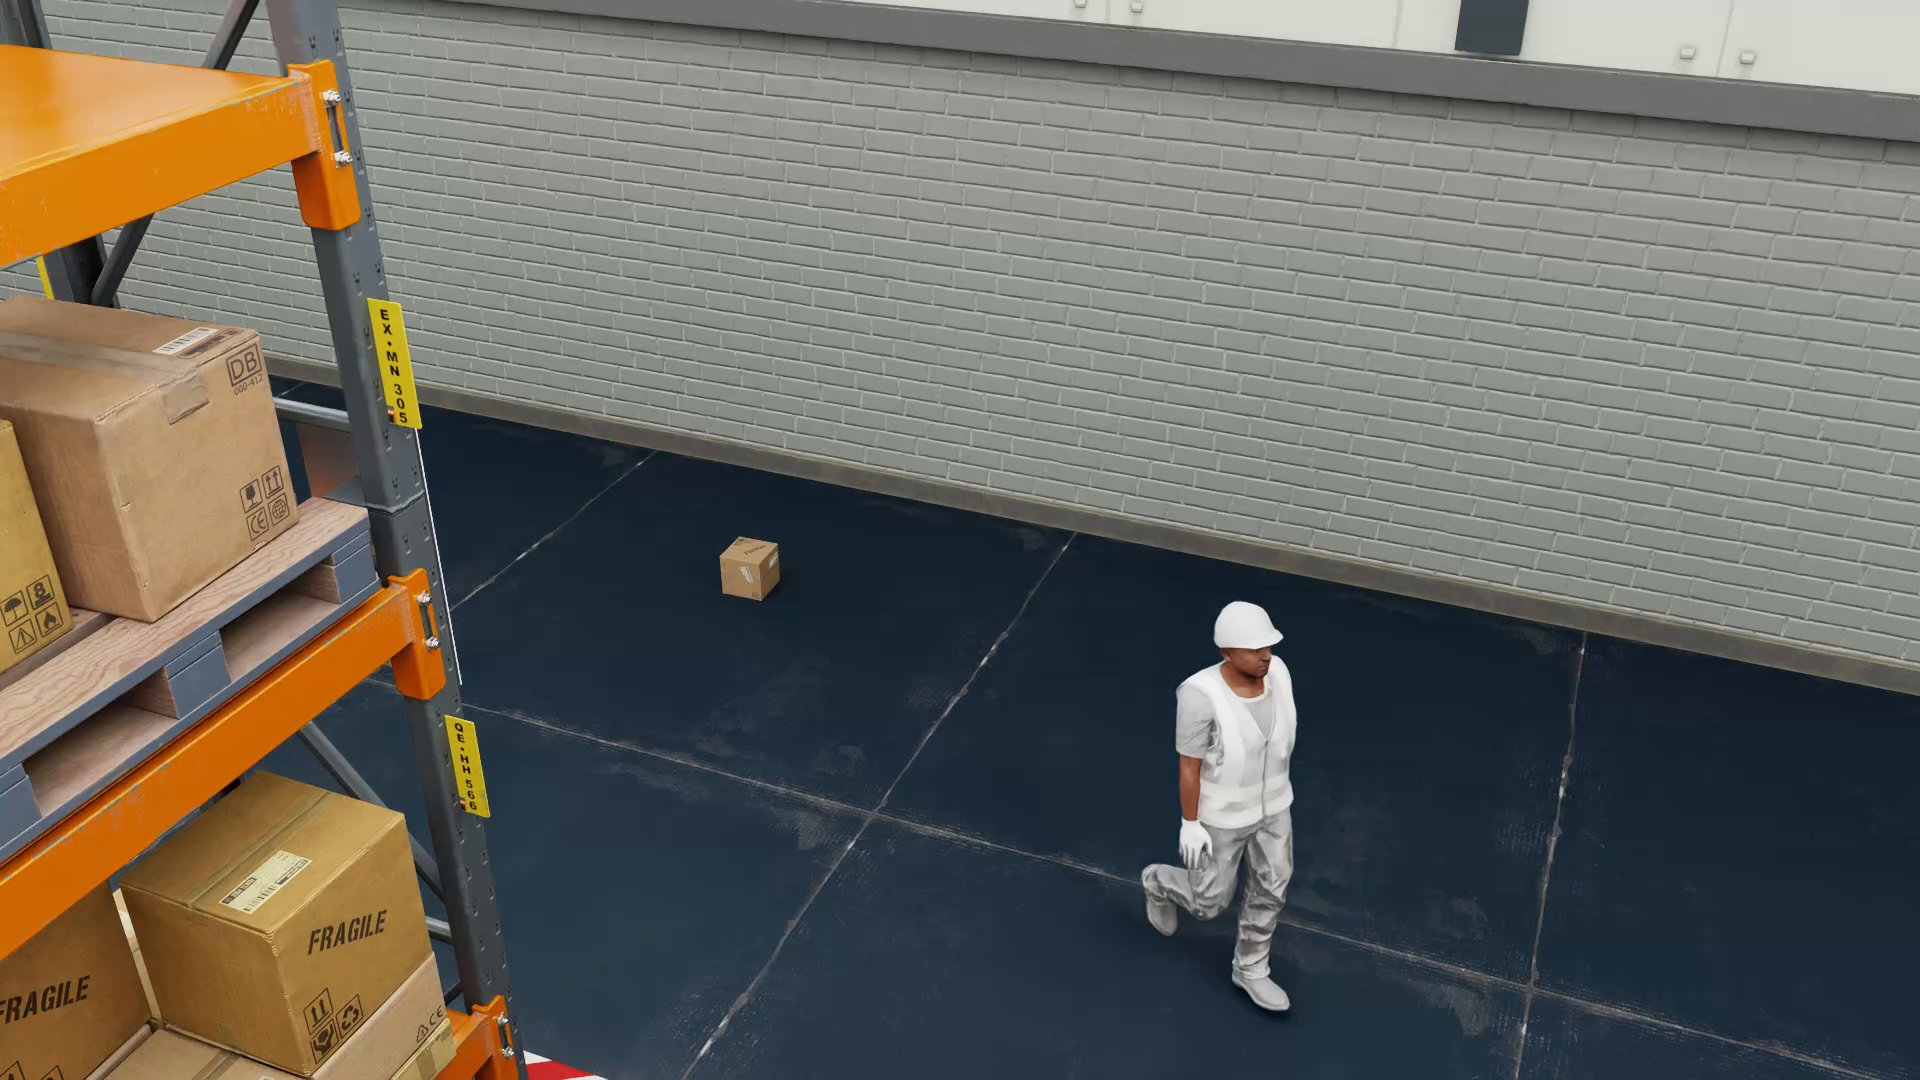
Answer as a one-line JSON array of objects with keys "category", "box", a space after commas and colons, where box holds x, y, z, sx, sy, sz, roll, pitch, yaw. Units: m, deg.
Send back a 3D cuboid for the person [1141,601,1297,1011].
[{"category": "person", "box": [1.062, 1.022, 6.540, 0.557, 1.766, 0.753, -14, 32, -24]}]
